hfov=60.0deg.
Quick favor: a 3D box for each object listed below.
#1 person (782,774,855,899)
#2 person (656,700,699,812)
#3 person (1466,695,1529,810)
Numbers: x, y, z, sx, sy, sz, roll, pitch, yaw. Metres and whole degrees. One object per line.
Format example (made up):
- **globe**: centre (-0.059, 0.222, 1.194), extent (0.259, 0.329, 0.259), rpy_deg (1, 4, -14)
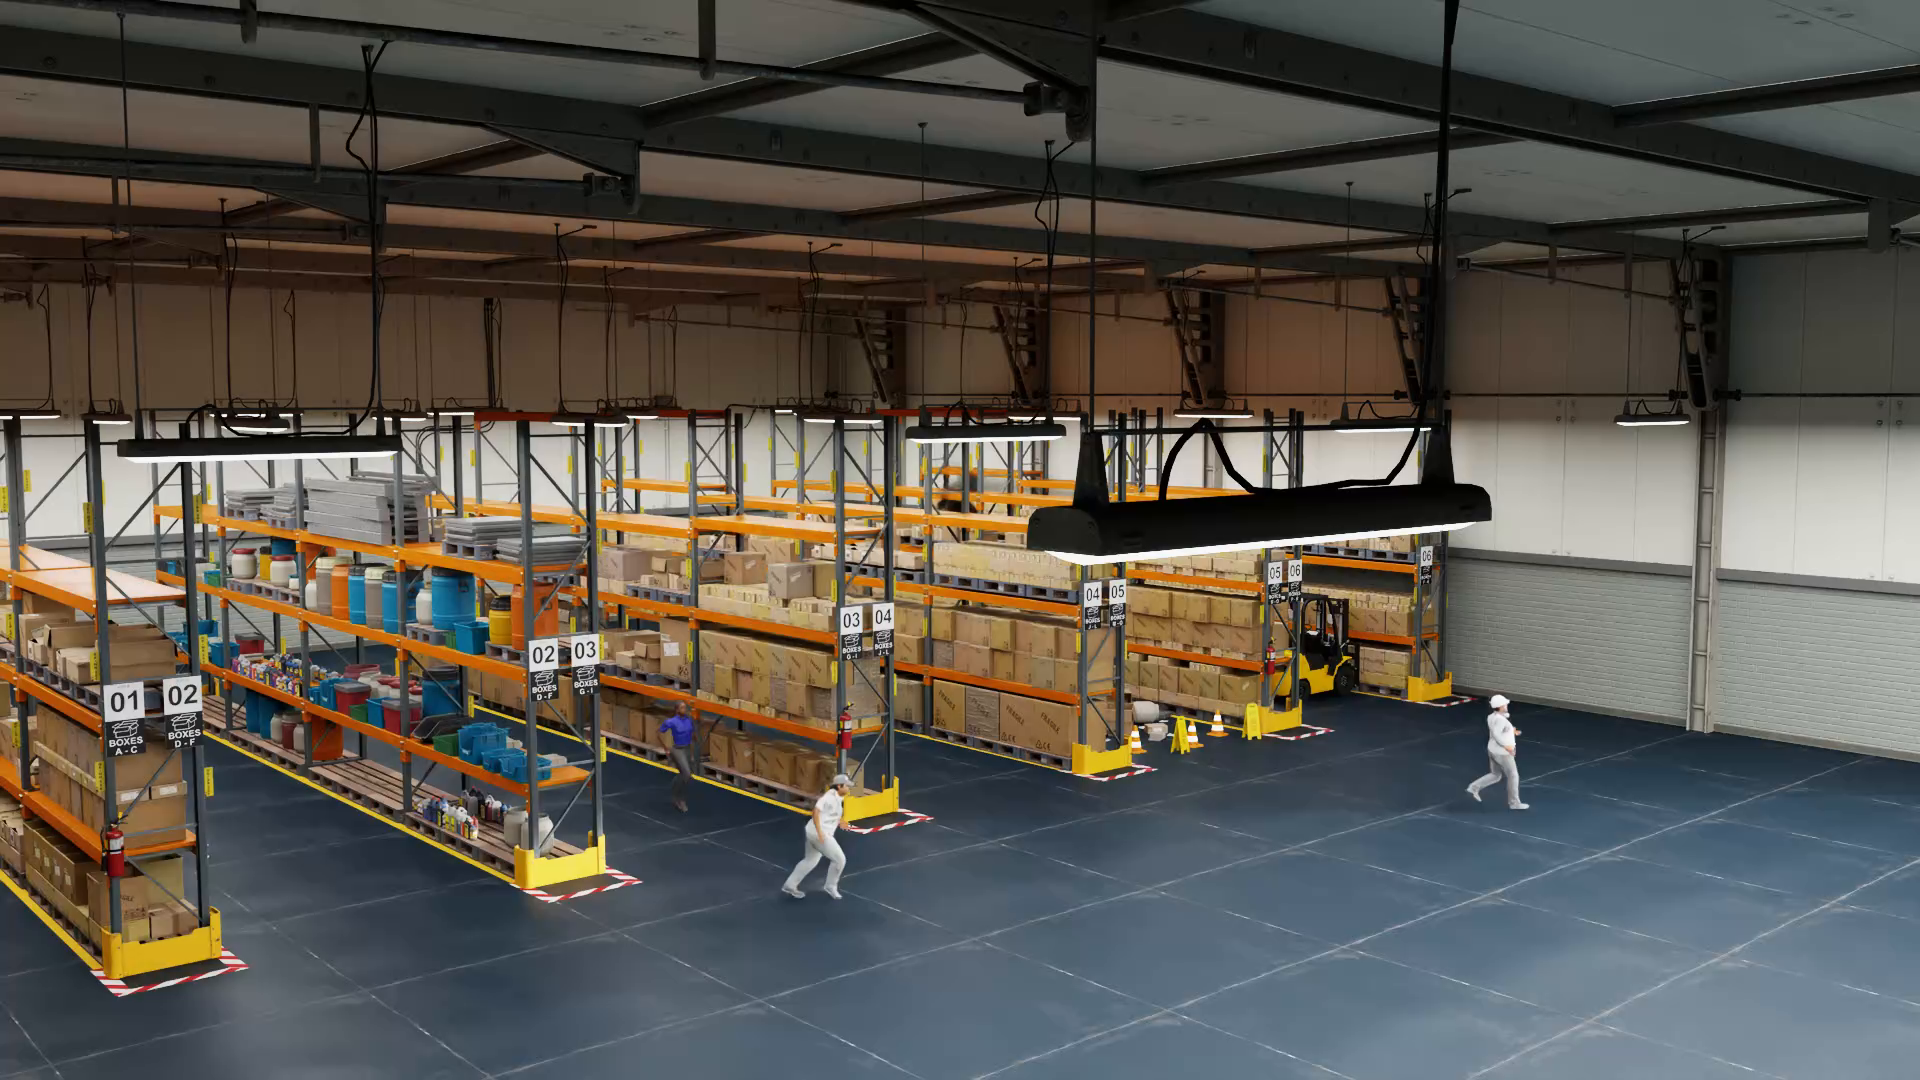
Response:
- **person**: centre (-1.783, 3.746, 20.904), extent (0.926, 1.616, 0.610), rpy_deg (0, 5, -4)
- **person**: centre (-4.247, 3.290, 25.338), extent (0.725, 1.701, 0.543), rpy_deg (3, 6, 34)
- **person**: centre (8.209, 3.224, 25.294), extent (0.930, 1.750, 0.666), rpy_deg (0, 5, -3)
